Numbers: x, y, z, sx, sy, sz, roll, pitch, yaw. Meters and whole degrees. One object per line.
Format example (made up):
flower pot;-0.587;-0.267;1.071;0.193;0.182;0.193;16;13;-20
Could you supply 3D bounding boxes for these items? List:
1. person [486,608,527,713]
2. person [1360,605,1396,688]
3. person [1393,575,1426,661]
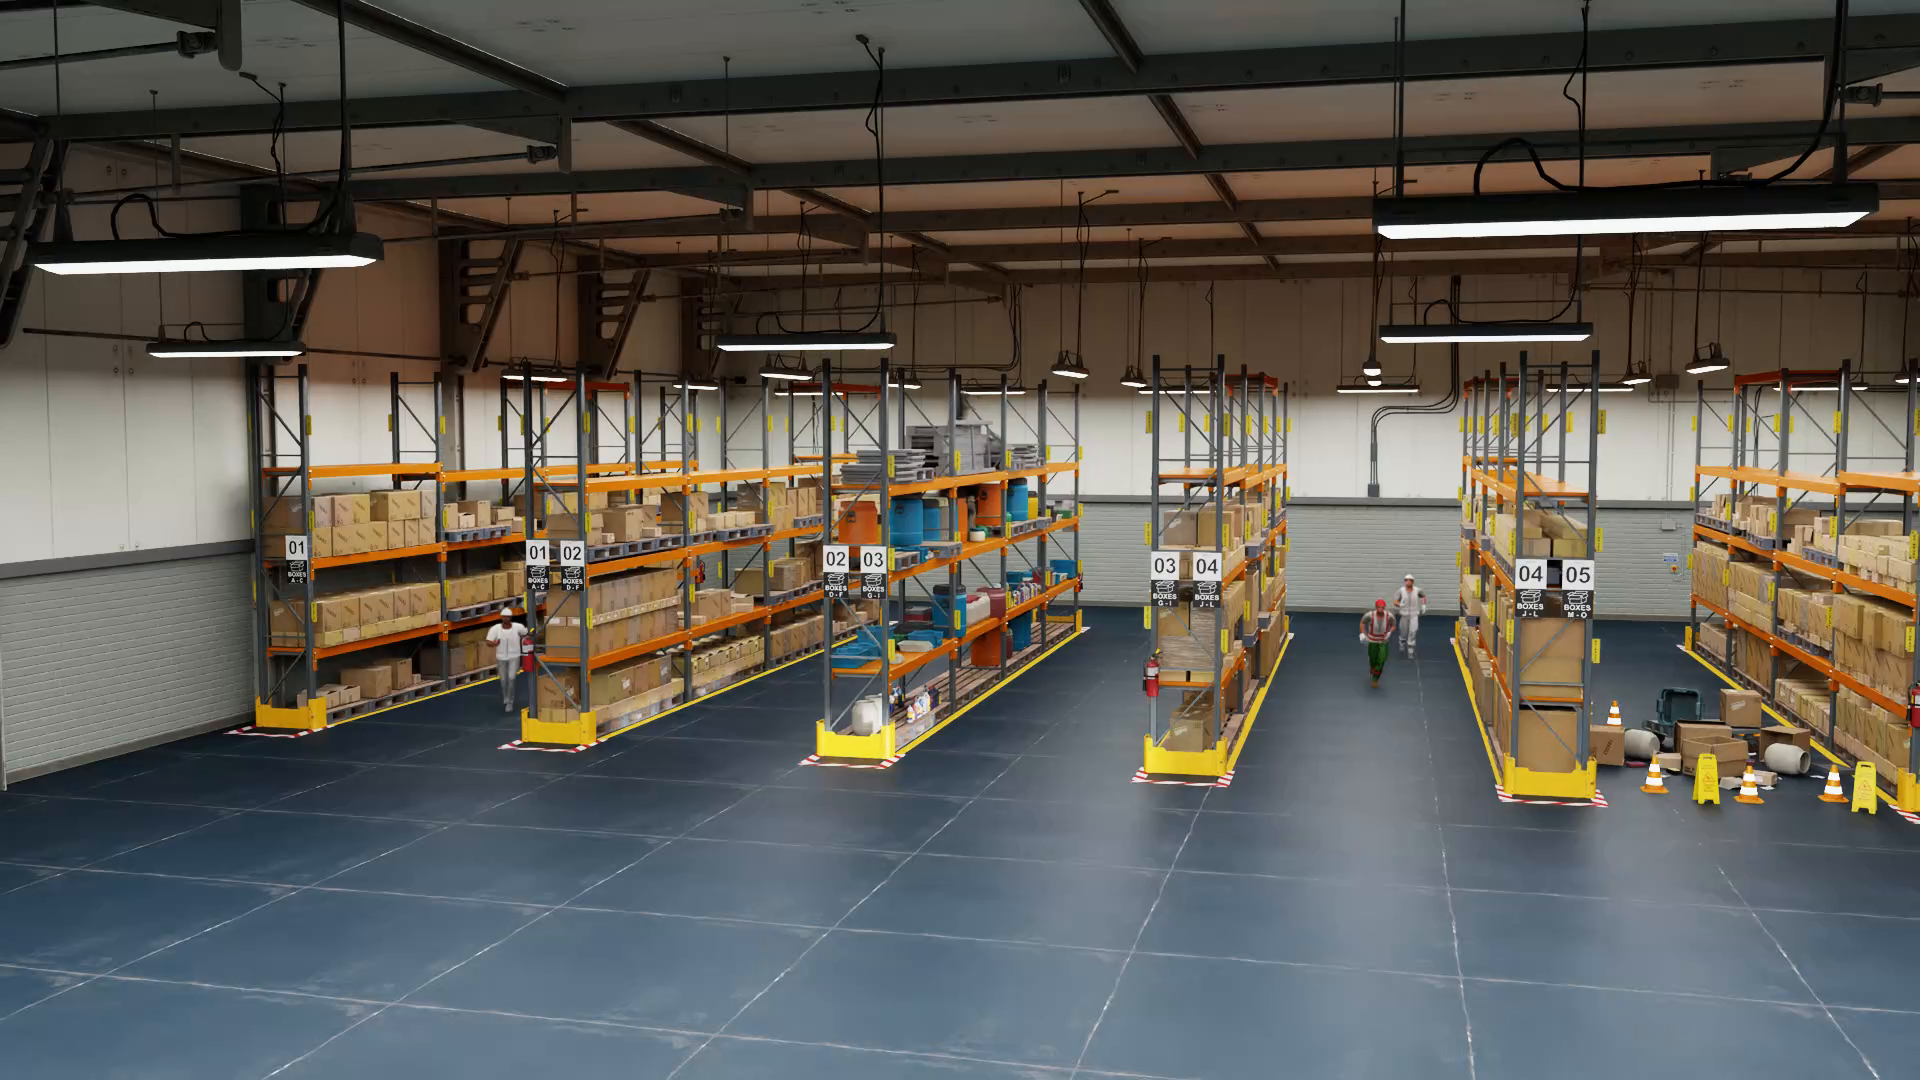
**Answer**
person;-7.941;2.079;29.174;0.688;1.781;0.950;-1;4;-8
person;8.013;1.991;31.896;0.654;1.662;0.759;0;4;3
person;9.664;1.637;35.769;0.666;1.799;1.002;1;4;15
